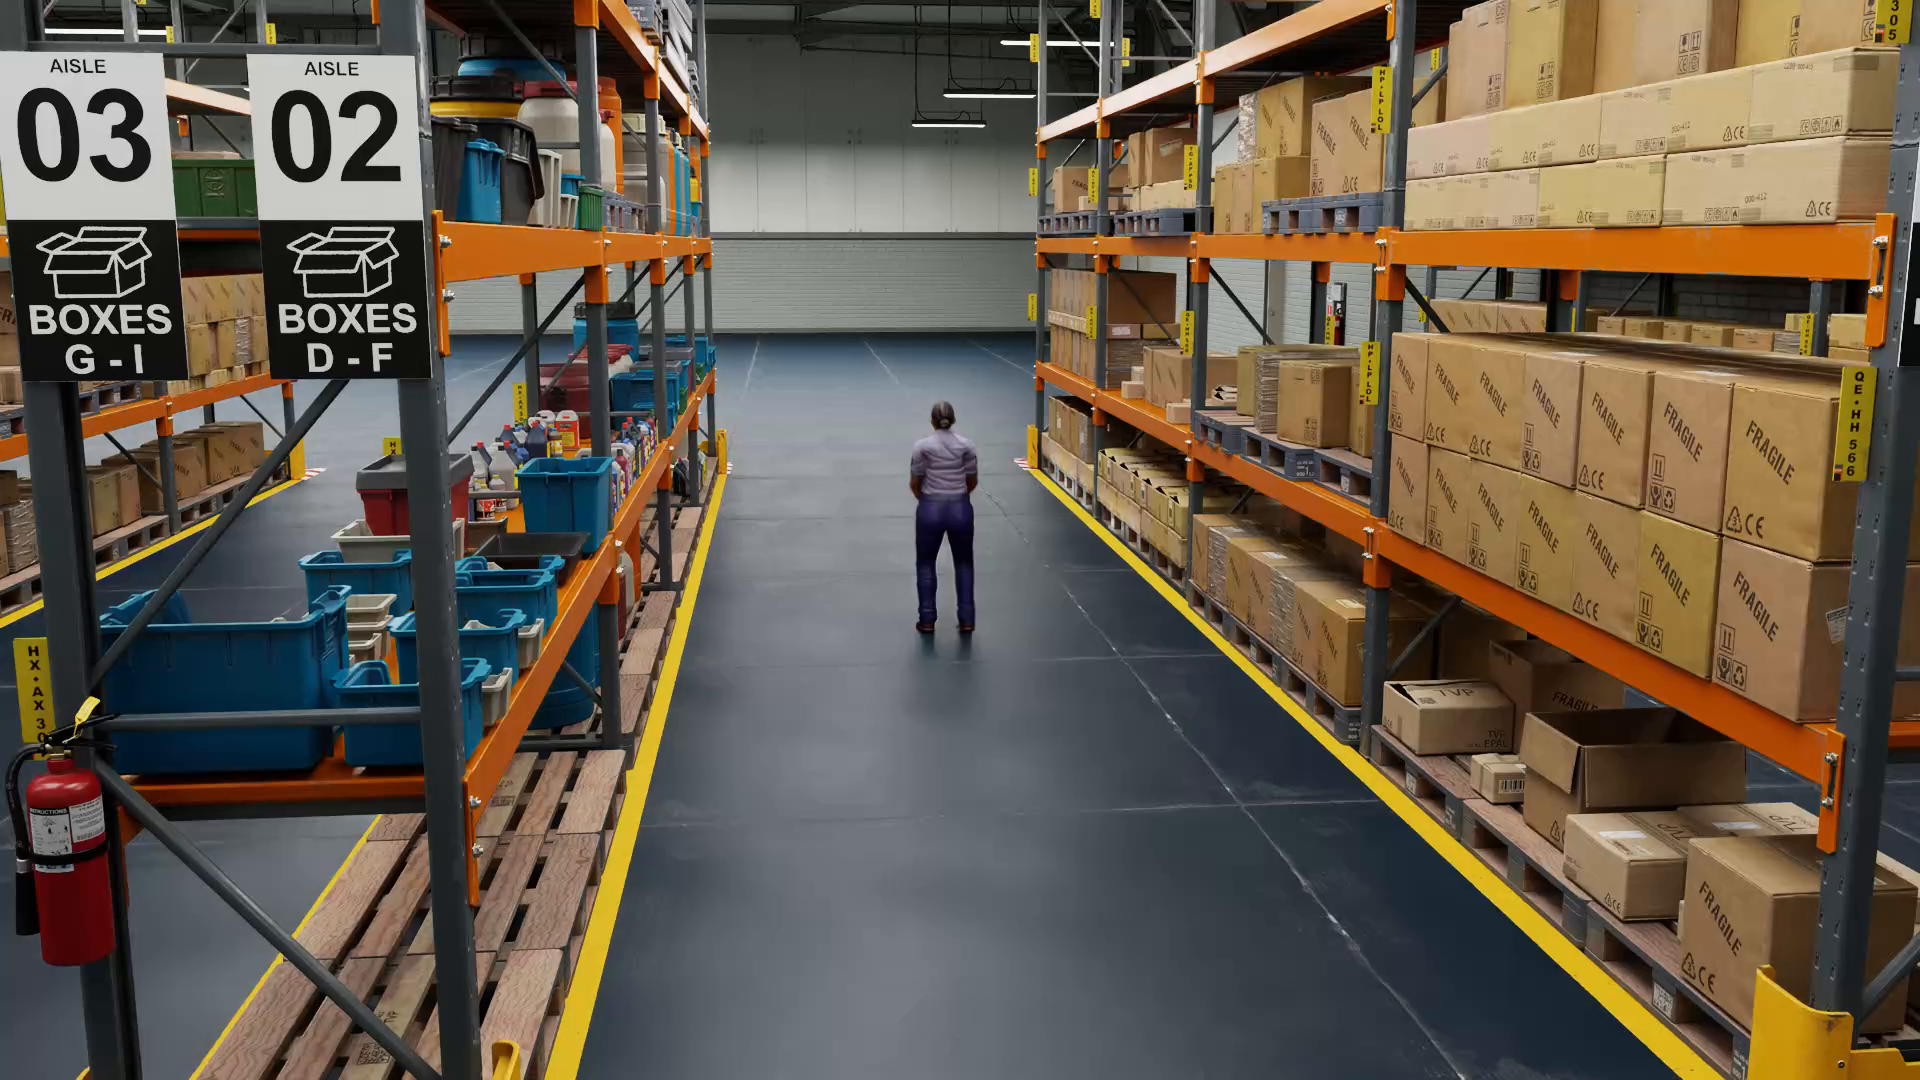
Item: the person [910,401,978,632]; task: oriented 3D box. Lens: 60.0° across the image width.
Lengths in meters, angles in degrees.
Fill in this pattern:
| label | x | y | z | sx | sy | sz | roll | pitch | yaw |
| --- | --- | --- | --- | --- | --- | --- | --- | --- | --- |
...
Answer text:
| label | x | y | z | sx | sy | sz | roll | pitch | yaw |
| --- | --- | --- | --- | --- | --- | --- | --- | --- | --- |
| person | -0.121 | -0.175 | 11.902 | 0.487 | 1.654 | 0.476 | -1 | 10 | -7 |
